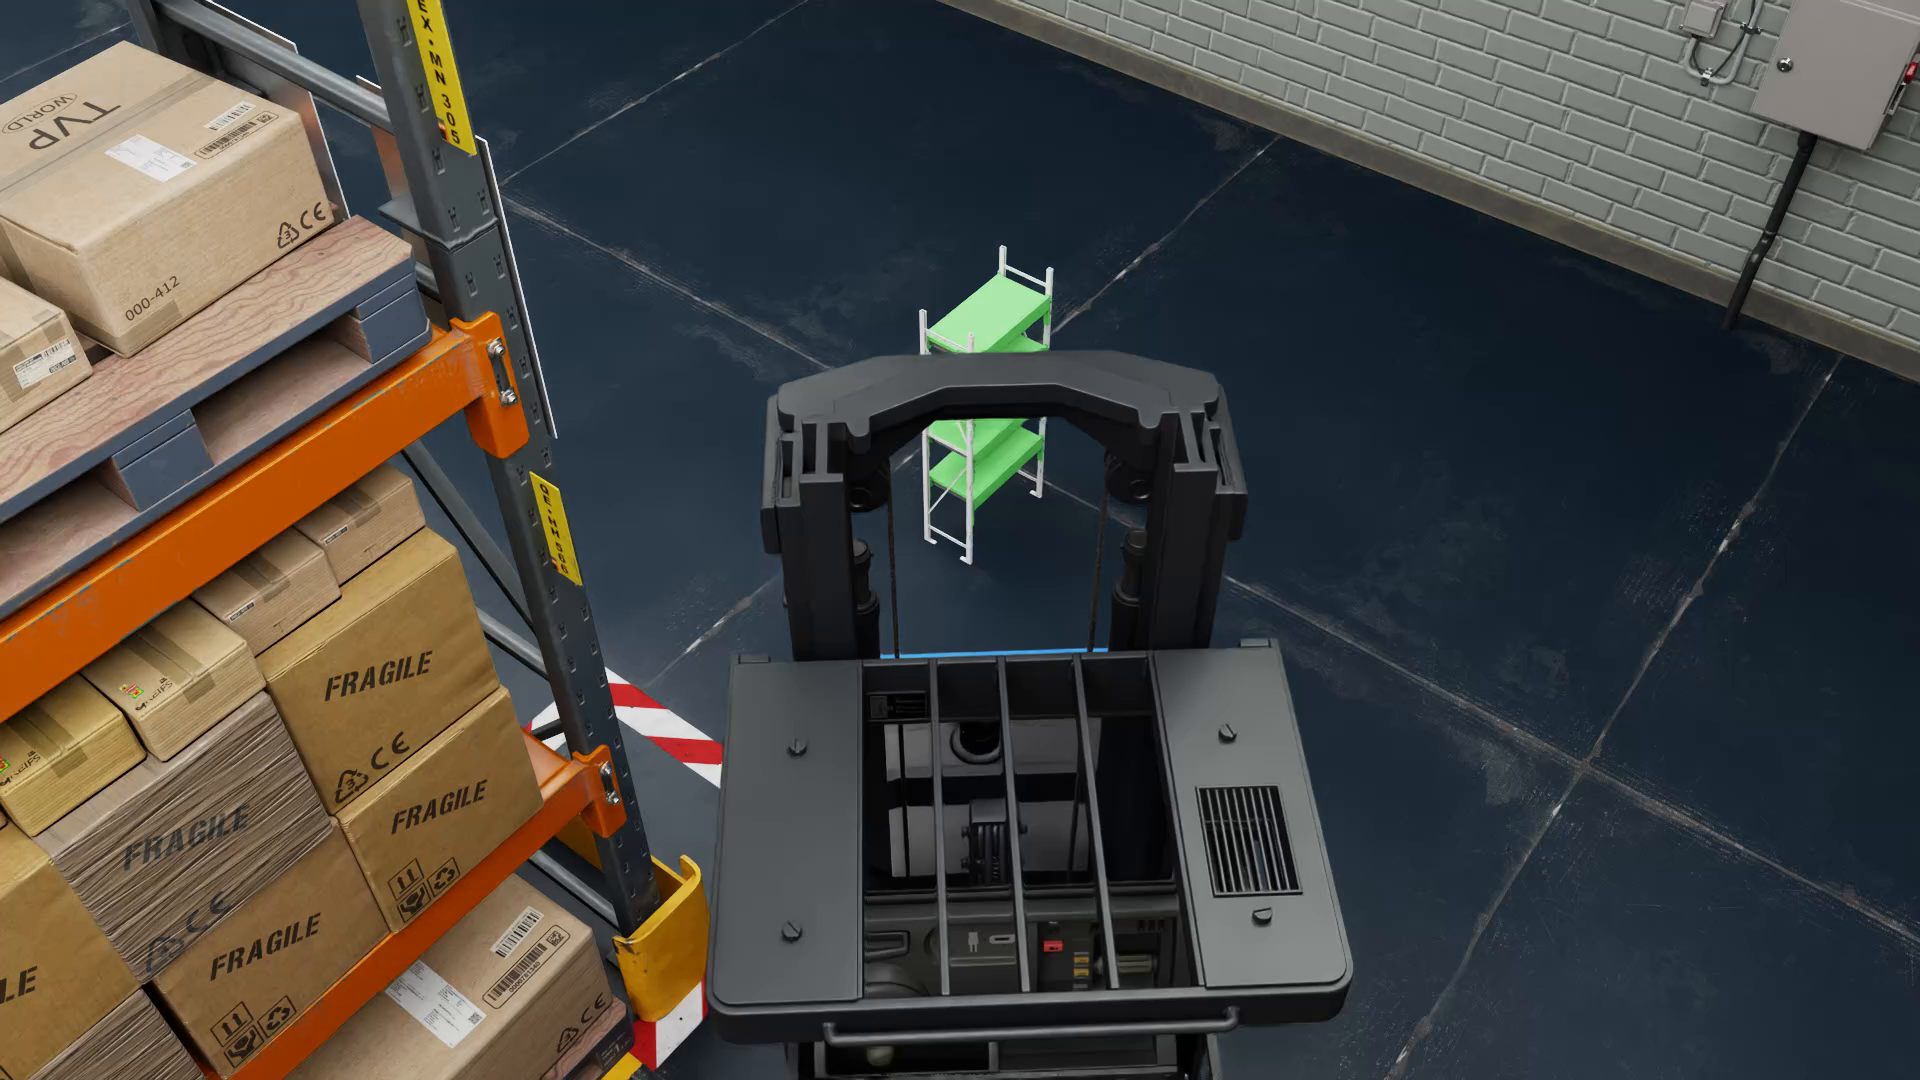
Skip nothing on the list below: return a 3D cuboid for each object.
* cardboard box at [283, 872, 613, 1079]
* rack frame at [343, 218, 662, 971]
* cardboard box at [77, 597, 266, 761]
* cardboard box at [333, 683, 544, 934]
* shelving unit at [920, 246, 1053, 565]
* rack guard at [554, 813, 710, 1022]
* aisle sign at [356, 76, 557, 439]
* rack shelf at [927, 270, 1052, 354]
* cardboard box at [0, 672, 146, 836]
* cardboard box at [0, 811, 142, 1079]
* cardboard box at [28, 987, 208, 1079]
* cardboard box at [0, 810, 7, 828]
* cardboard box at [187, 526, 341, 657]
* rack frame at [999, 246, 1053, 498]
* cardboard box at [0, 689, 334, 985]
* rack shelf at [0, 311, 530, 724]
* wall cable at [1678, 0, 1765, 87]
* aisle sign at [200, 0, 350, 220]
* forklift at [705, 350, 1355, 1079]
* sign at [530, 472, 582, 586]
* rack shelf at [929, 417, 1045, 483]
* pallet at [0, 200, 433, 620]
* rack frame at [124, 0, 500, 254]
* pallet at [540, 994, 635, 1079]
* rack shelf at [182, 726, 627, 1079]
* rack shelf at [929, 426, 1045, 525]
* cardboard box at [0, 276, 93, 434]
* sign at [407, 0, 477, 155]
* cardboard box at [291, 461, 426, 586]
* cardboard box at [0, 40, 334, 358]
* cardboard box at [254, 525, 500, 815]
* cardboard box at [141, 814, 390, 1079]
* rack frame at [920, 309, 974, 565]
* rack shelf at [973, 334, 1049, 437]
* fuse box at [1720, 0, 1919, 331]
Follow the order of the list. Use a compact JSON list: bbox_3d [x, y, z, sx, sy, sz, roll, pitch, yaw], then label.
[{"bbox_3d":[-1.693,1.372,5.011,0.875,0.438,0.875,27,52,24],"label":"cardboard box"},{"bbox_3d":[-1.369,0.210,4.639,1.000,3.000,0.127,29,53,25],"label":"rack frame"},{"bbox_3d":[-1.657,0.241,3.401,0.380,0.149,0.250,29,53,25],"label":"cardboard box"},{"bbox_3d":[-1.454,0.569,4.228,0.500,0.500,0.500,29,53,25],"label":"cardboard box"},{"bbox_3d":[0.101,-0.509,6.571,0.258,1.200,0.503,29,53,25],"label":"shelving unit"},{"bbox_3d":[-1.354,1.060,5.556,1.175,0.500,0.348,29,53,25],"label":"rack guard"},{"bbox_3d":[-1.080,-0.592,3.608,0.394,0.787,0.004,29,53,25],"label":"aisle sign"},{"bbox_3d":[0.101,-0.797,6.270,0.258,0.148,0.480,29,53,25],"label":"rack shelf"},{"bbox_3d":[-1.844,0.367,3.281,0.380,0.149,0.250,30,53,26],"label":"cardboard box"},{"bbox_3d":[-2.077,0.805,3.311,0.500,0.500,0.500,29,53,25],"label":"cardboard box"},{"bbox_3d":[-2.080,1.148,3.675,0.500,0.500,0.500,31,54,26],"label":"cardboard box"},{"bbox_3d":[-2.060,0.485,3.168,0.380,0.149,0.250,29,53,25],"label":"cardboard box"},{"bbox_3d":[-1.566,0.056,3.577,0.380,0.149,0.250,30,53,26],"label":"cardboard box"},{"bbox_3d":[0.250,-0.649,6.705,0.240,1.200,0.015,29,53,25],"label":"rack frame"},{"bbox_3d":[-1.772,0.524,3.580,0.500,0.500,0.500,29,53,25],"label":"cardboard box"},{"bbox_3d":[-2.592,0.567,2.722,1.077,0.370,4.000,29,53,25],"label":"rack shelf"},{"bbox_3d":[3.189,-2.757,6.771,0.588,1.984,0.122,29,53,25],"label":"wall cable"},{"bbox_3d":[-1.554,-0.857,3.861,0.394,0.787,0.004,29,53,25],"label":"aisle sign"},{"bbox_3d":[0.102,1.139,3.800,1.130,2.935,3.031,-2,46,-2],"label":"forklift"},{"bbox_3d":[-0.948,-0.024,3.898,0.100,0.325,0.005,29,53,25],"label":"sign"},{"bbox_3d":[0.101,-0.465,6.618,0.258,0.148,0.480,29,53,25],"label":"rack shelf"},{"bbox_3d":[-1.814,-0.366,3.177,1.003,0.211,1.213,29,53,25],"label":"pallet"},{"bbox_3d":[-1.369,-1.862,2.470,1.000,3.000,0.127,29,53,25],"label":"rack frame"},{"bbox_3d":[-1.796,1.666,5.178,1.003,0.211,1.213,29,53,25],"label":"pallet"},{"bbox_3d":[-2.592,1.603,3.806,1.077,0.370,4.000,29,53,25],"label":"rack shelf"},{"bbox_3d":[0.101,-0.299,6.791,0.258,0.148,0.480,29,53,25],"label":"rack shelf"},{"bbox_3d":[-1.766,-0.346,2.911,0.380,0.149,0.250,25,51,22],"label":"cardboard box"},{"bbox_3d":[-0.948,-0.856,3.026,0.100,0.325,0.005,29,53,25],"label":"sign"},{"bbox_3d":[-1.430,-0.100,3.726,0.380,0.149,0.250,30,53,25],"label":"cardboard box"},{"bbox_3d":[-1.573,-0.656,3.137,0.500,0.250,0.500,25,51,22],"label":"cardboard box"},{"bbox_3d":[-1.475,0.212,3.878,0.500,0.500,0.500,31,54,26],"label":"cardboard box"},{"bbox_3d":[-1.773,0.849,3.960,0.500,0.500,0.500,28,52,24],"label":"cardboard box"},{"bbox_3d":[-0.048,-0.370,6.438,0.240,1.200,0.015,29,53,25],"label":"rack frame"},{"bbox_3d":[0.101,-0.631,6.444,0.258,0.148,0.480,29,53,25],"label":"rack shelf"},{"bbox_3d":[3.633,-1.569,7.230,0.539,1.711,0.414,29,53,25],"label":"fuse box"}]
